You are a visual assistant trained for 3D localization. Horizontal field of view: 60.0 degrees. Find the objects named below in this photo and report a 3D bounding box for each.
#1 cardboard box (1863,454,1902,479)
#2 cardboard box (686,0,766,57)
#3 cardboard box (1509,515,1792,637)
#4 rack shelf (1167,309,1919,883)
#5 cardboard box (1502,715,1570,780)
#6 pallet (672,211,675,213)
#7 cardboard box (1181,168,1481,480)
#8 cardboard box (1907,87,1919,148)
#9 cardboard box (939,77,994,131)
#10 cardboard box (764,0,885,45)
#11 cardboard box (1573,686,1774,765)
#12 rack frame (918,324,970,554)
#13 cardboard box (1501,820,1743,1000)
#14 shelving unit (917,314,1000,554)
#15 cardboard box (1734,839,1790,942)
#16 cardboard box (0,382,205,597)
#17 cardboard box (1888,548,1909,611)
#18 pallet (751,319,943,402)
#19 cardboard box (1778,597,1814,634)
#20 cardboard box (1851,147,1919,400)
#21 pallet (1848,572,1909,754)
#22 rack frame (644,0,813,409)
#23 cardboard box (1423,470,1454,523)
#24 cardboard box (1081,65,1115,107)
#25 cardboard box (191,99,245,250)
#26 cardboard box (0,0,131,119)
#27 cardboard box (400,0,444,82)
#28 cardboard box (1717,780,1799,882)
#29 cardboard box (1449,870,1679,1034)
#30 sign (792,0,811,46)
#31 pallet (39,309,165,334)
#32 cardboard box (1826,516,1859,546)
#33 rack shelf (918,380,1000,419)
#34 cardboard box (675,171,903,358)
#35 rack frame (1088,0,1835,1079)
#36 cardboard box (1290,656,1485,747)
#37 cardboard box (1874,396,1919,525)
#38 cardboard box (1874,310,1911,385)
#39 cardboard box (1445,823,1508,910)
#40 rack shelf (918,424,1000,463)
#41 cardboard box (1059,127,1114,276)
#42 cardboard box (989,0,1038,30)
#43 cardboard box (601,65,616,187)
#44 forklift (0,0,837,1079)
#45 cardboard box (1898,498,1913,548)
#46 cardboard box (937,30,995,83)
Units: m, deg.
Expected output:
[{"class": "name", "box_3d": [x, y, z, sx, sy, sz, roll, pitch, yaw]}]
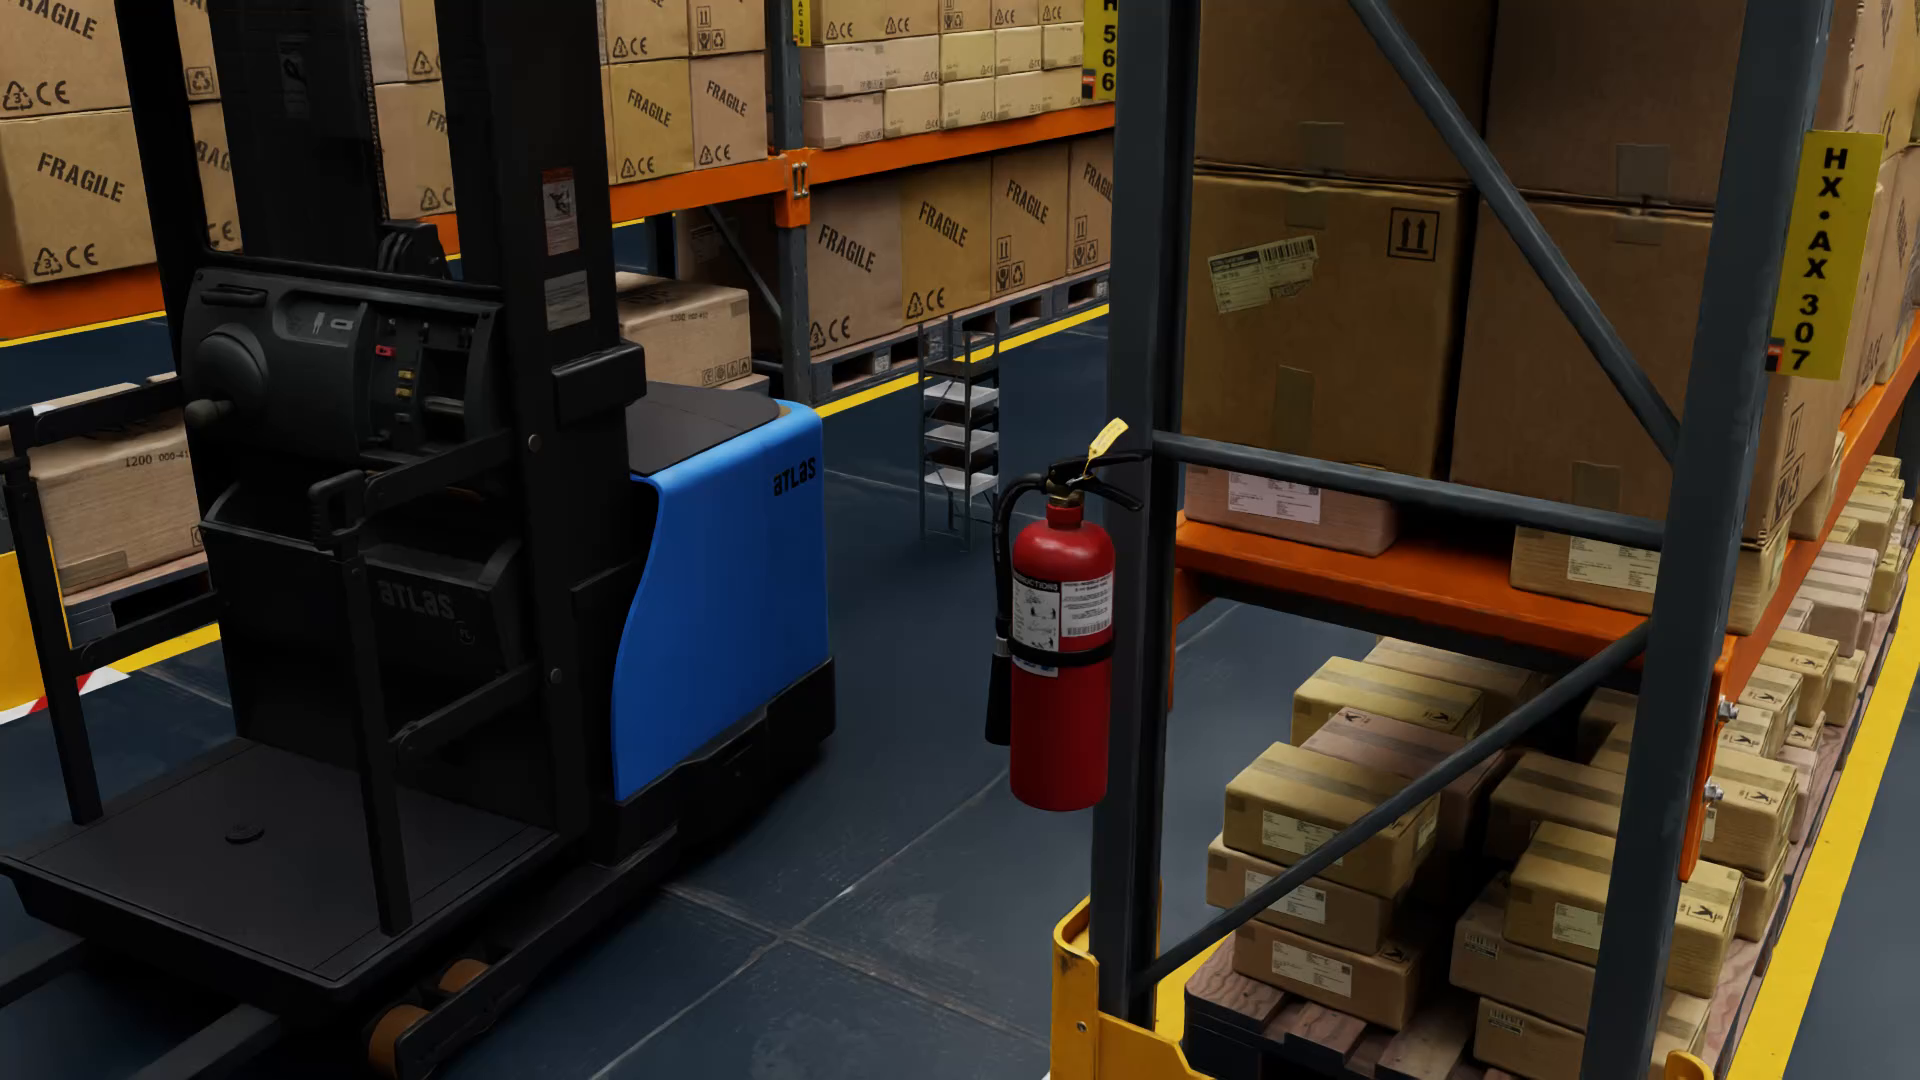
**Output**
[{"class": "cardboard box", "box_3d": [2.958, -0.209, 5.654, 0.380, 0.149, 0.250, 14, 25, 33]}, {"class": "cardboard box", "box_3d": [-1.245, -2.486, 7.578, 0.500, 0.500, 0.500, 13, 24, 31]}, {"class": "cardboard box", "box_3d": [1.147, 0.013, 2.768, 0.380, 0.149, 0.250, 13, 24, 31]}, {"class": "rack shelf", "box_3d": [1.818, -0.312, 4.322, 1.077, 0.370, 4.000, 13, 24, 32]}, {"class": "cardboard box", "box_3d": [1.281, 0.511, 4.134, 0.380, 0.149, 0.250, 13, 24, 31]}, {"class": "pallet", "box_3d": [-2.572, -3.195, 15.099, 1.003, 0.211, 1.213, 13, 24, 32]}, {"class": "cardboard box", "box_3d": [0.734, -0.441, 3.061, 0.500, 0.500, 0.500, 14, 24, 33]}, {"class": "cardboard box", "box_3d": [1.755, -1.099, 3.398, 0.500, 0.500, 0.500, 13, 24, 31]}, {"class": "cardboard box", "box_3d": [-0.152, -2.457, 9.299, 0.500, 0.250, 0.500, 13, 24, 31]}, {"class": "cardboard box", "box_3d": [-0.723, -2.746, 8.279, 0.500, 0.500, 0.500, 14, 24, 32]}, {"class": "cardboard box", "box_3d": [1.644, 0.464, 3.833, 0.380, 0.149, 0.250, 12, 23, 29]}, {"class": "rack frame", "box_3d": [-0.062, -0.391, 6.524, 0.240, 0.900, 0.006, 13, 24, 32]}, {"class": "cardboard box", "box_3d": [1.269, 0.701, 3.192, 0.380, 0.149, 0.250, 12, 23, 29]}, {"class": "shelving unit", "box_3d": [-0.005, -0.420, 6.603, 0.258, 0.900, 0.210, 13, 24, 32]}, {"class": "cardboard box", "box_3d": [1.701, 0.761, 3.888, 0.380, 0.149, 0.250, 14, 24, 32]}, {"class": "cardboard box", "box_3d": [-3.168, -0.216, 6.114, 0.875, 0.438, 0.875, 12, 24, 30]}, {"class": "cardboard box", "box_3d": [3.004, 0.096, 5.686, 0.380, 0.149, 0.250, 14, 24, 32]}, {"class": "pallet", "box_3d": [-0.837, -1.088, 9.402, 1.003, 0.211, 1.213, 13, 24, 32]}, {"class": "cardboard box", "box_3d": [2.055, 0.229, 4.468, 0.380, 0.149, 0.250, 13, 24, 32]}, {"class": "cardboard box", "box_3d": [1.740, -0.634, 3.581, 0.500, 0.500, 0.500, 14, 24, 33]}, {"class": "pallet", "box_3d": [2.594, 0.284, 5.693, 1.003, 0.211, 1.213, 13, 24, 32]}, {"class": "rack frame", "box_3d": [-1.208, -2.160, 8.280, 1.000, 3.000, 0.127, 13, 24, 32]}, {"class": "cardboard box", "box_3d": [0.814, -0.171, 3.264, 0.380, 0.149, 0.250, 13, 24, 32]}, {"class": "cardboard box", "box_3d": [0.697, -2.892, 10.475, 0.500, 0.250, 0.500, 14, 24, 33]}, {"class": "cardboard box", "box_3d": [-2.688, -1.291, 5.788, 0.500, 0.500, 0.500, 13, 24, 31]}, {"class": "cardboard box", "box_3d": [-2.951, -1.610, 5.209, 0.500, 0.500, 0.500, 13, 24, 31]}, {"class": "cardboard box", "box_3d": [-2.104, -2.052, 6.404, 0.500, 0.500, 0.500, 13, 24, 32]}, {"class": "cardboard box", "box_3d": [1.700, 0.617, 3.848, 0.380, 0.149, 0.250, 14, 25, 33]}, {"class": "cardboard box", "box_3d": [1.201, 0.825, 3.287, 0.380, 0.149, 0.250, 14, 25, 34]}, {"class": "sign", "box_3d": [-0.748, -2.495, 7.825, 0.100, 0.325, 0.005, 13, 24, 32]}, {"class": "pallet", "box_3d": [-5.702, -1.622, 10.846, 1.003, 0.211, 1.213, 13, 24, 32]}, {"class": "cardboard box", "box_3d": [2.503, 0.004, 5.078, 0.380, 0.149, 0.250, 14, 25, 34]}, {"class": "rack shelf", "box_3d": [-0.005, -0.557, 6.552, 0.258, 0.077, 0.200, 13, 24, 32]}, {"class": "cardboard box", "box_3d": [-0.926, -1.554, 9.099, 0.875, 0.875, 0.875, 14, 25, 33]}, {"class": "rack frame", "box_3d": [0.697, -0.075, 2.644, 0.949, 2.616, 0.053, 13, 24, 32]}, {"class": "cardboard box", "box_3d": [1.011, 0.424, 3.941, 0.380, 0.149, 0.250, 13, 24, 31]}, {"class": "cardboard box", "box_3d": [3.577, -0.408, 6.543, 0.500, 0.500, 0.500, 14, 25, 34]}, {"class": "cardboard box", "box_3d": [2.156, -0.515, 4.197, 0.380, 0.149, 0.250, 14, 24, 33]}, {"class": "cardboard box", "box_3d": [1.098, 0.720, 3.998, 0.380, 0.149, 0.250, 13, 24, 32]}, {"class": "rack shelf", "box_3d": [-0.005, -0.388, 6.614, 0.258, 0.077, 0.200, 13, 24, 32]}, {"class": "cardboard box", "box_3d": [0.583, -2.326, 11.186, 0.875, 0.875, 0.875, 13, 24, 31]}, {"class": "cardboard box", "box_3d": [0.109, -3.190, 9.480, 0.500, 0.500, 0.500, 13, 24, 31]}, {"class": "cardboard box", "box_3d": [-1.813, -1.728, 6.968, 0.500, 0.500, 0.500, 13, 24, 31]}, {"class": "forklift", "box_3d": [-1.503, -0.376, 3.558, 1.130, 2.935, 3.031, 10, 23, 26]}, {"class": "cardboard box", "box_3d": [3.028, -0.070, 5.707, 0.380, 0.149, 0.250, 14, 24, 33]}, {"class": "cardboard box", "box_3d": [-0.152, -2.690, 9.209, 0.500, 0.250, 0.500, 14, 24, 32]}]
